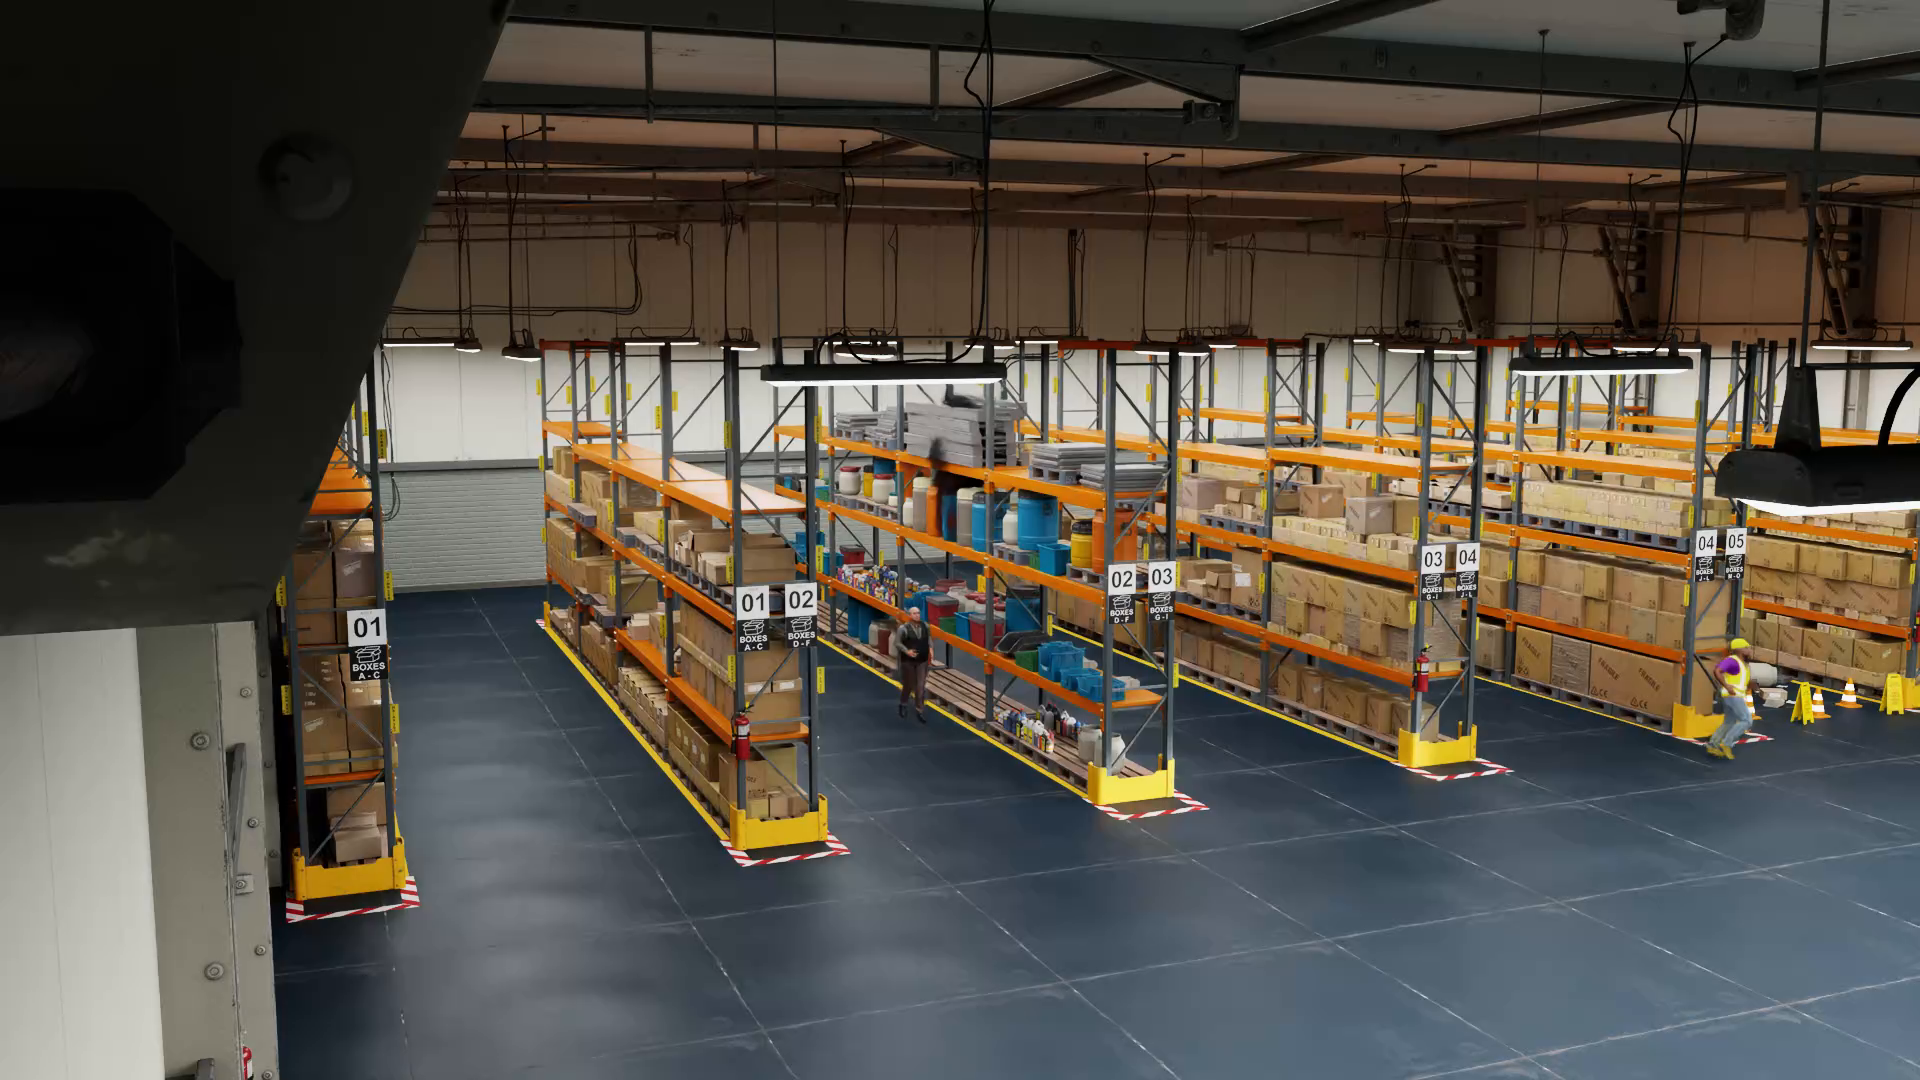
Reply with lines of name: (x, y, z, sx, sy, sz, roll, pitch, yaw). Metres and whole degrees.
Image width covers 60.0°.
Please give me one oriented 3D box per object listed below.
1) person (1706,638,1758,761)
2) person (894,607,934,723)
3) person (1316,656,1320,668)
person: (11.343, 2.316, 24.395, 0.633, 1.747, 0.713, 4, 8, 28)
person: (-0.692, 1.891, 25.483, 0.683, 1.760, 0.768, -3, 8, -23)
person: (6.570, 1.589, 30.375, 0.584, 1.631, 0.632, -3, 8, -22)
